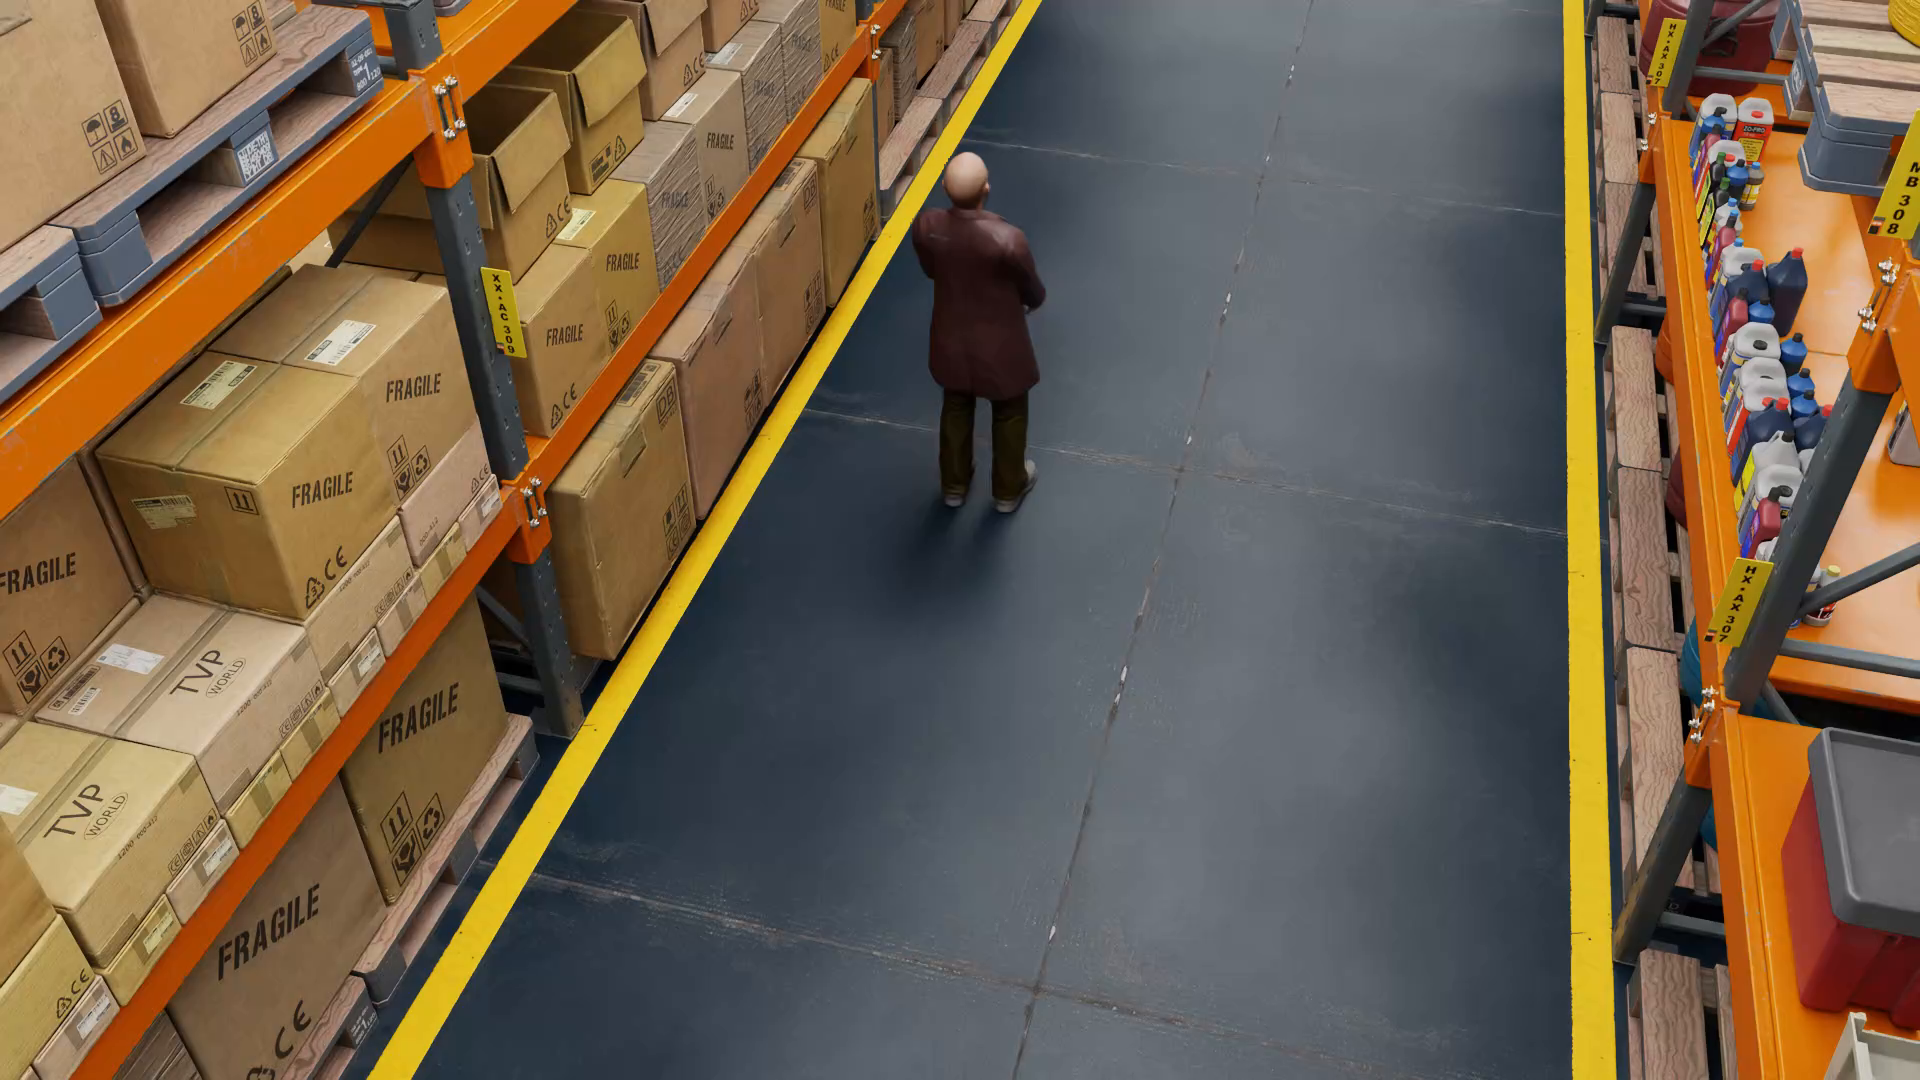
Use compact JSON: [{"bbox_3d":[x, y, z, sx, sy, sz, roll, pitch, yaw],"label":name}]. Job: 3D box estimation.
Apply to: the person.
[{"bbox_3d":[0.171,-0.926,7.225,0.578,1.783,0.576,-11,42,-13],"label":"person"}]
